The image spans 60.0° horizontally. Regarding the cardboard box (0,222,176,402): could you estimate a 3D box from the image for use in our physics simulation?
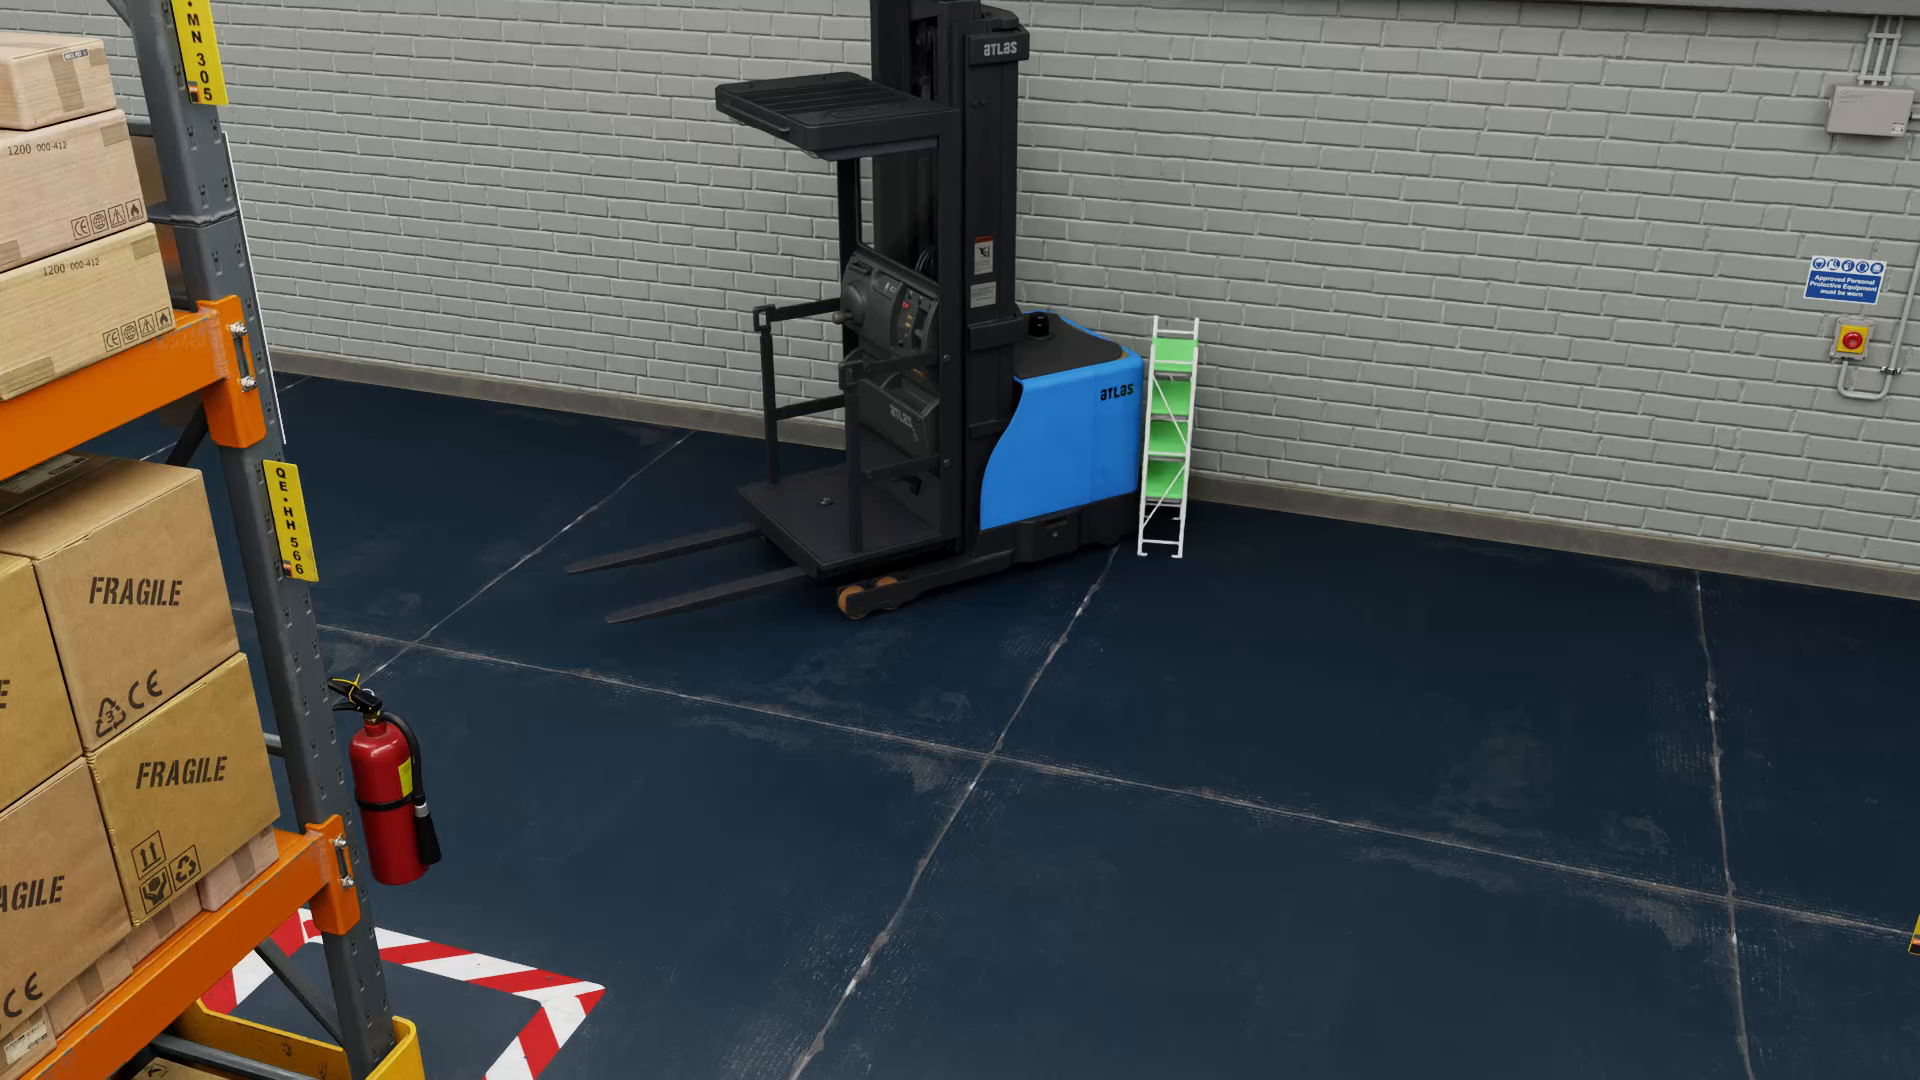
[{"bbox_3d":[-2.113,-0.529,3.630,0.500,0.250,0.500,8,27,16],"label":"cardboard box"}]

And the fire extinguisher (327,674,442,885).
[{"bbox_3d":[-1.692,0.695,4.890,0.296,0.674,0.183,9,27,17],"label":"fire extinguisher"}]

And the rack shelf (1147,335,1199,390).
[{"bbox_3d":[1.134,-0.934,8.844,0.258,0.148,0.480,4,26,7],"label":"rack shelf"}]

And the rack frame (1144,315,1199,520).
[{"bbox_3d":[1.162,-0.665,9.243,0.240,1.200,0.015,4,26,7],"label":"rack frame"}]

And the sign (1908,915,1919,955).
[{"bbox_3d":[1.969,0.697,3.285,0.100,0.325,0.005,9,27,17],"label":"sign"}]

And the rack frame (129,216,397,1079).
[{"bbox_3d":[-2.211,0.529,4.716,1.000,3.000,0.127,9,27,17],"label":"rack frame"}]

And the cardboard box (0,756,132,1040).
[{"bbox_3d":[-2.294,0.783,3.736,0.500,0.500,0.500,8,27,17],"label":"cardboard box"}]

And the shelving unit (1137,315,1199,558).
[{"bbox_3d":[1.129,-0.560,9.026,0.258,1.200,0.503,4,26,7],"label":"shelving unit"}]

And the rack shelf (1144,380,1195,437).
[{"bbox_3d":[1.131,-0.719,8.949,0.258,0.148,0.480,4,26,7],"label":"rack shelf"}]

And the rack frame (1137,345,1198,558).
[{"bbox_3d":[1.096,-0.455,8.808,0.240,1.200,0.015,4,26,7],"label":"rack frame"}]

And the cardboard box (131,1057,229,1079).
[{"bbox_3d":[-2.148,1.609,4.591,0.380,0.149,0.250,9,27,18],"label":"cardboard box"}]

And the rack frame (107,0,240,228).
[{"bbox_3d":[-2.211,-2.172,3.409,1.000,3.000,0.127,9,27,17],"label":"rack frame"}]

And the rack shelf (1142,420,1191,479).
[{"bbox_3d":[1.128,-0.503,9.054,0.258,0.148,0.480,4,26,7],"label":"rack shelf"}]

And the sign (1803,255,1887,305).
[{"bbox_3d":[4.320,-1.269,8.120,0.327,0.218,0.001,9,27,17],"label":"sign"}]

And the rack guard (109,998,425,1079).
[{"bbox_3d":[-2.236,1.685,5.196,1.175,0.500,0.348,9,27,17],"label":"rack guard"}]

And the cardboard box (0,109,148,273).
[{"bbox_3d":[-2.124,-0.753,3.519,0.500,0.250,0.500,8,27,16],"label":"cardboard box"}]

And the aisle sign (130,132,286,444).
[{"bbox_3d":[-1.904,-0.628,4.122,0.394,0.787,0.004,9,27,17],"label":"aisle sign"}]

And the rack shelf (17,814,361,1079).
[{"bbox_3d":[-2.877,1.674,3.175,1.077,0.370,4.000,9,27,17],"label":"rack shelf"}]

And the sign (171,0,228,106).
[{"bbox_3d":[-1.694,-1.131,3.686,0.100,0.325,0.005,9,27,17],"label":"sign"}]

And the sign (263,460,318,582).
[{"bbox_3d":[-1.694,-0.046,4.212,0.100,0.325,0.005,9,27,17],"label":"sign"}]

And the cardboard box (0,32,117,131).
[{"bbox_3d":[-2.045,-0.979,3.529,0.380,0.149,0.250,9,27,17],"label":"cardboard box"}]

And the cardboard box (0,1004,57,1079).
[{"bbox_3d":[-2.303,1.127,3.769,0.380,0.149,0.250,9,27,19],"label":"cardboard box"}]

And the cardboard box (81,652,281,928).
[{"bbox_3d":[-2.118,0.572,4.171,0.500,0.500,0.500,9,27,18],"label":"cardboard box"}]

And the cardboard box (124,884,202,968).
[{"bbox_3d":[-2.171,0.913,4.210,0.380,0.149,0.250,9,27,17],"label":"cardboard box"}]

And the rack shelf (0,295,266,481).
[{"bbox_3d":[-2.877,0.324,2.522,1.077,0.370,4.000,9,27,17],"label":"rack shelf"}]

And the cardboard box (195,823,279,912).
[{"bbox_3d":[-2.053,0.817,4.410,0.380,0.149,0.250,9,27,18],"label":"cardboard box"}]

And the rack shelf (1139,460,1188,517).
[{"bbox_3d":[1.125,-0.287,9.159,0.258,0.148,0.480,4,26,7],"label":"rack shelf"}]

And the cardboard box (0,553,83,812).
[{"bbox_3d":[-2.297,0.332,3.519,0.500,0.500,0.500,8,27,16],"label":"cardboard box"}]

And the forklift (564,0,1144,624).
[{"bbox_3d":[-0.539,-1.182,8.328,3.031,2.935,1.130,-14,29,-27],"label":"forklift"}]

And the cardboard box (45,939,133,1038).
[{"bbox_3d":[-2.240,1.019,3.992,0.380,0.149,0.250,8,27,17],"label":"cardboard box"}]

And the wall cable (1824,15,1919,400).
[{"bbox_3d":[4.345,-1.587,7.884,0.585,1.953,0.123,9,27,17],"label":"wall cable"}]

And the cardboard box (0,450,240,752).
[{"bbox_3d":[-2.129,0.124,3.949,0.500,0.500,0.500,8,27,16],"label":"cardboard box"}]
